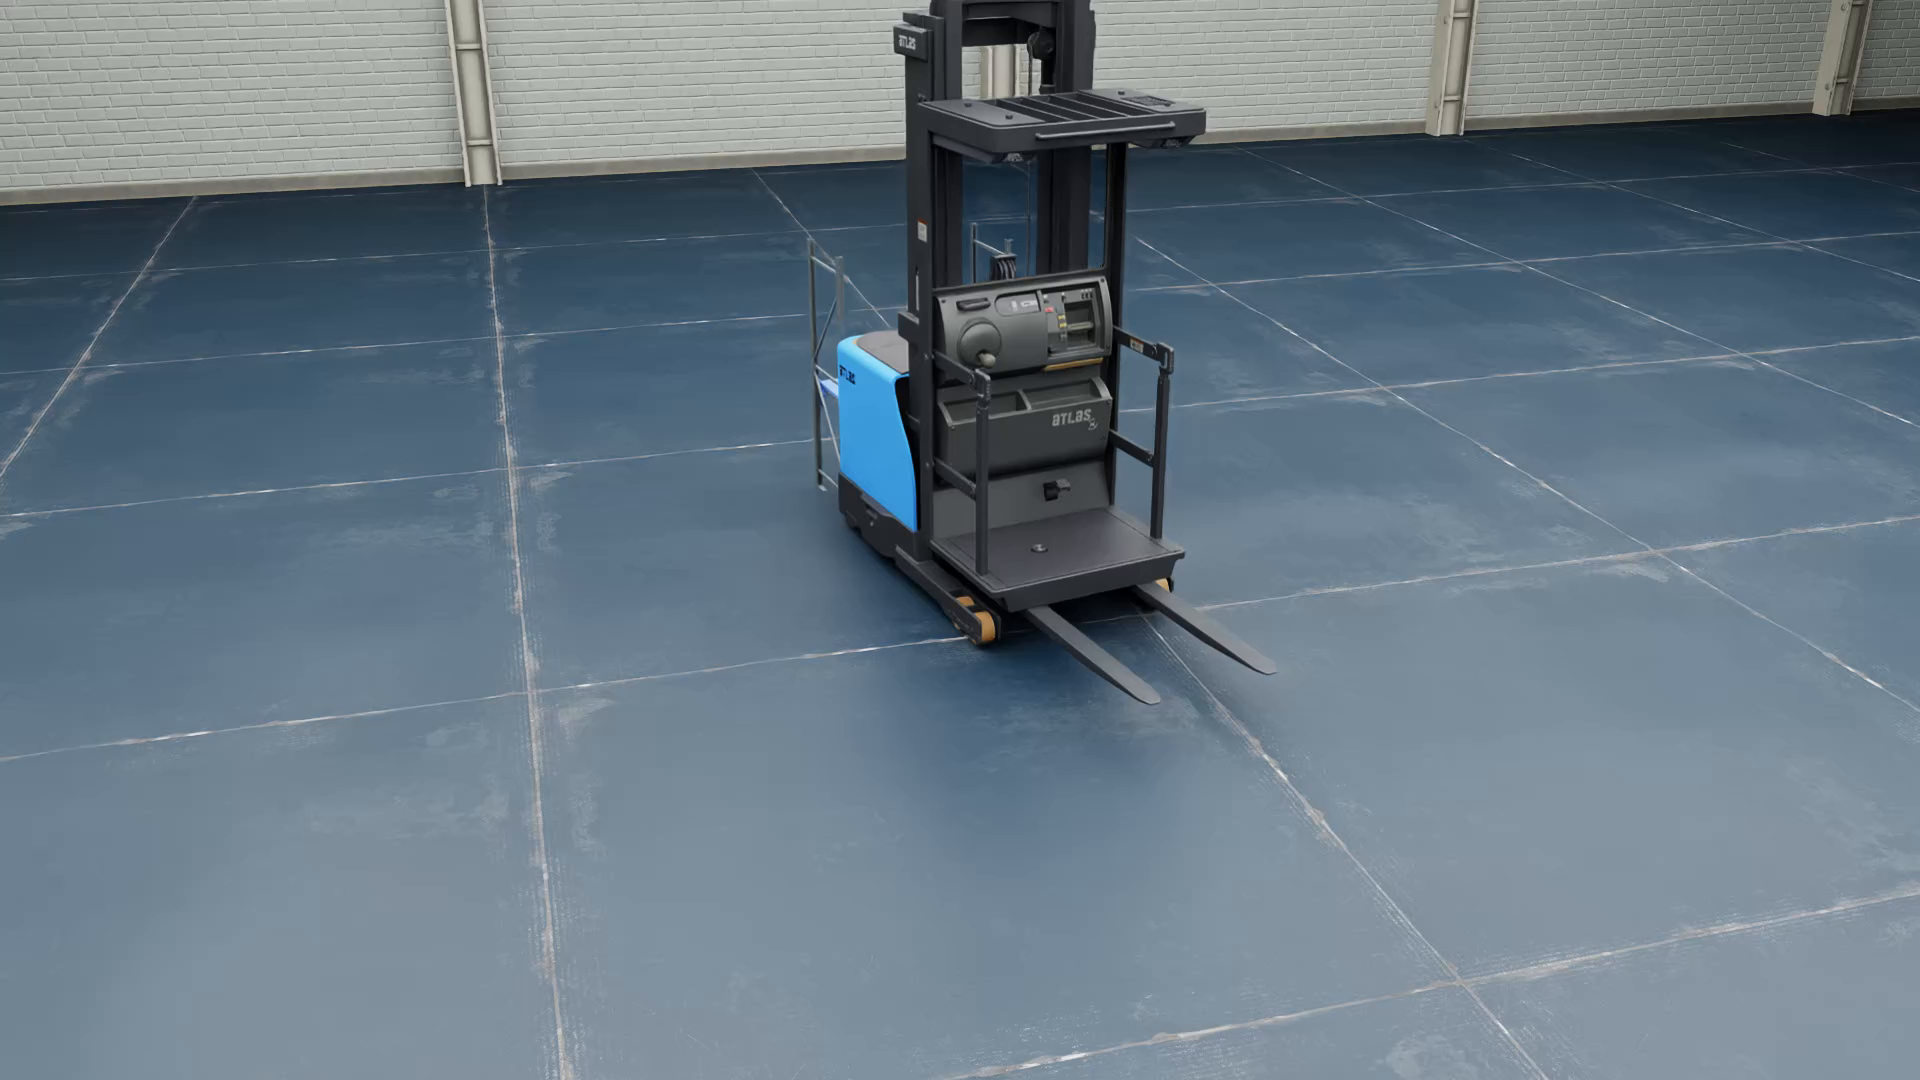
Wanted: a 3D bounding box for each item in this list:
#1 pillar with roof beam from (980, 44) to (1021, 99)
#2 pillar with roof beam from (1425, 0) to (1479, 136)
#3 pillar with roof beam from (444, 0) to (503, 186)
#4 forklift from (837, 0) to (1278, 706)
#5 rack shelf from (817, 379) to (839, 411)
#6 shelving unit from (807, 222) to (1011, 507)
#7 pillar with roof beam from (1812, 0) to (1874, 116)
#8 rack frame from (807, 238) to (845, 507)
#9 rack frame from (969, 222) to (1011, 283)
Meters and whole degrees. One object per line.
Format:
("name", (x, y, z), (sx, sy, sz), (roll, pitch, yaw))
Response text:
("pillar with roof beam", (1.638, -7.117, 14.425), (0.400, 9.000, 9.100), (-6, 24, -14))
("pillar with roof beam", (7.415, -7.756, 15.915), (0.400, 9.000, 9.100), (-6, 24, -14))
("pillar with roof beam", (-4.139, -6.478, 12.936), (0.400, 9.000, 9.100), (-6, 24, -14))
("forklift", (0.424, -1.035, 7.945), (1.130, 2.935, 3.031), (-11, 26, -24))
("rack shelf", (-0.290, -0.851, 9.787), (1.000, 0.185, 0.538), (-10, 25, -23))
("shelving unit", (-0.290, -1.016, 9.716), (1.048, 1.500, 0.538), (-10, 25, -23))
("pillar with roof beam", (13.192, -8.396, 17.404), (0.400, 9.000, 9.100), (-6, 24, -14))
("rack frame", (-0.752, -0.932, 9.521), (0.032, 1.500, 0.500), (-10, 25, -23))
("rack frame", (0.172, -1.100, 9.911), (0.032, 1.500, 0.500), (-10, 25, -23))
